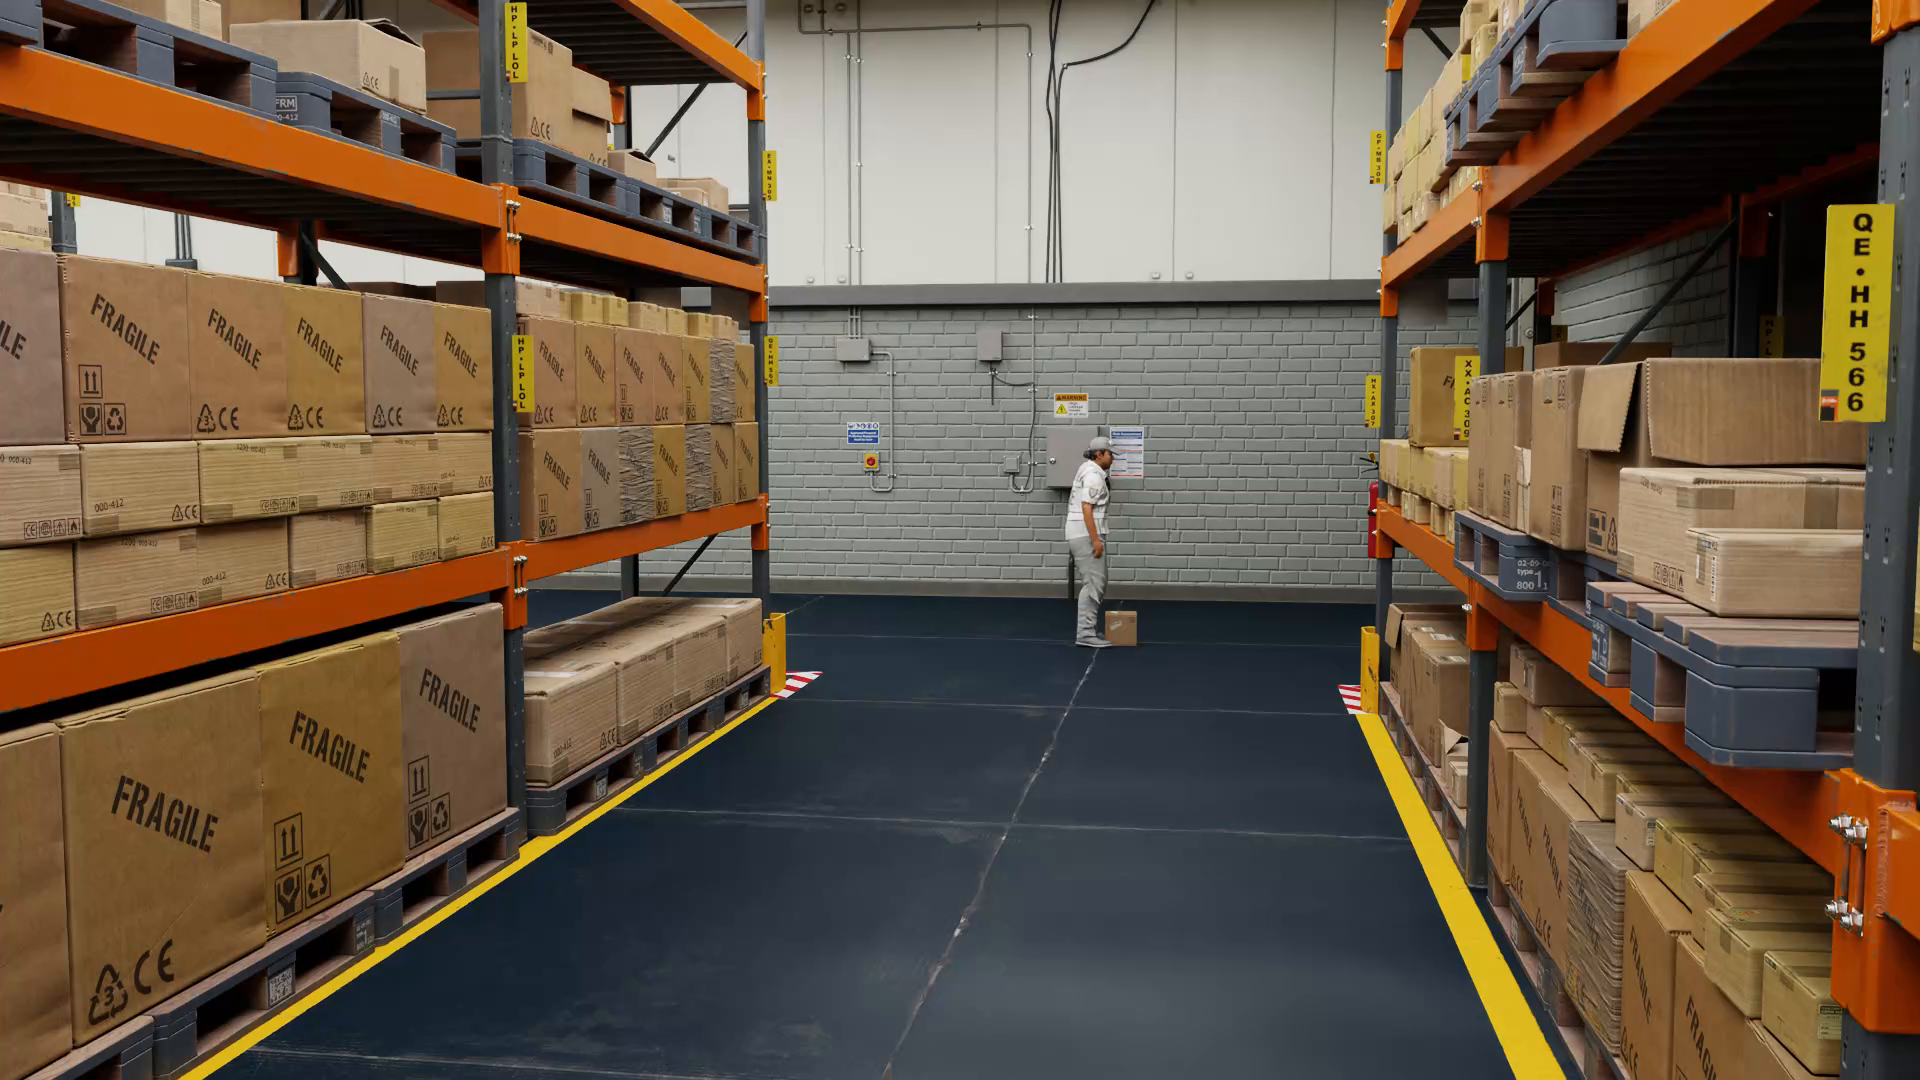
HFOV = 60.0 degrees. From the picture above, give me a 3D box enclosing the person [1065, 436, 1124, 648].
[{"bbox_3d":[1.075,0.003,13.318,0.463,1.667,0.563,0,5,6],"label":"person"}]
